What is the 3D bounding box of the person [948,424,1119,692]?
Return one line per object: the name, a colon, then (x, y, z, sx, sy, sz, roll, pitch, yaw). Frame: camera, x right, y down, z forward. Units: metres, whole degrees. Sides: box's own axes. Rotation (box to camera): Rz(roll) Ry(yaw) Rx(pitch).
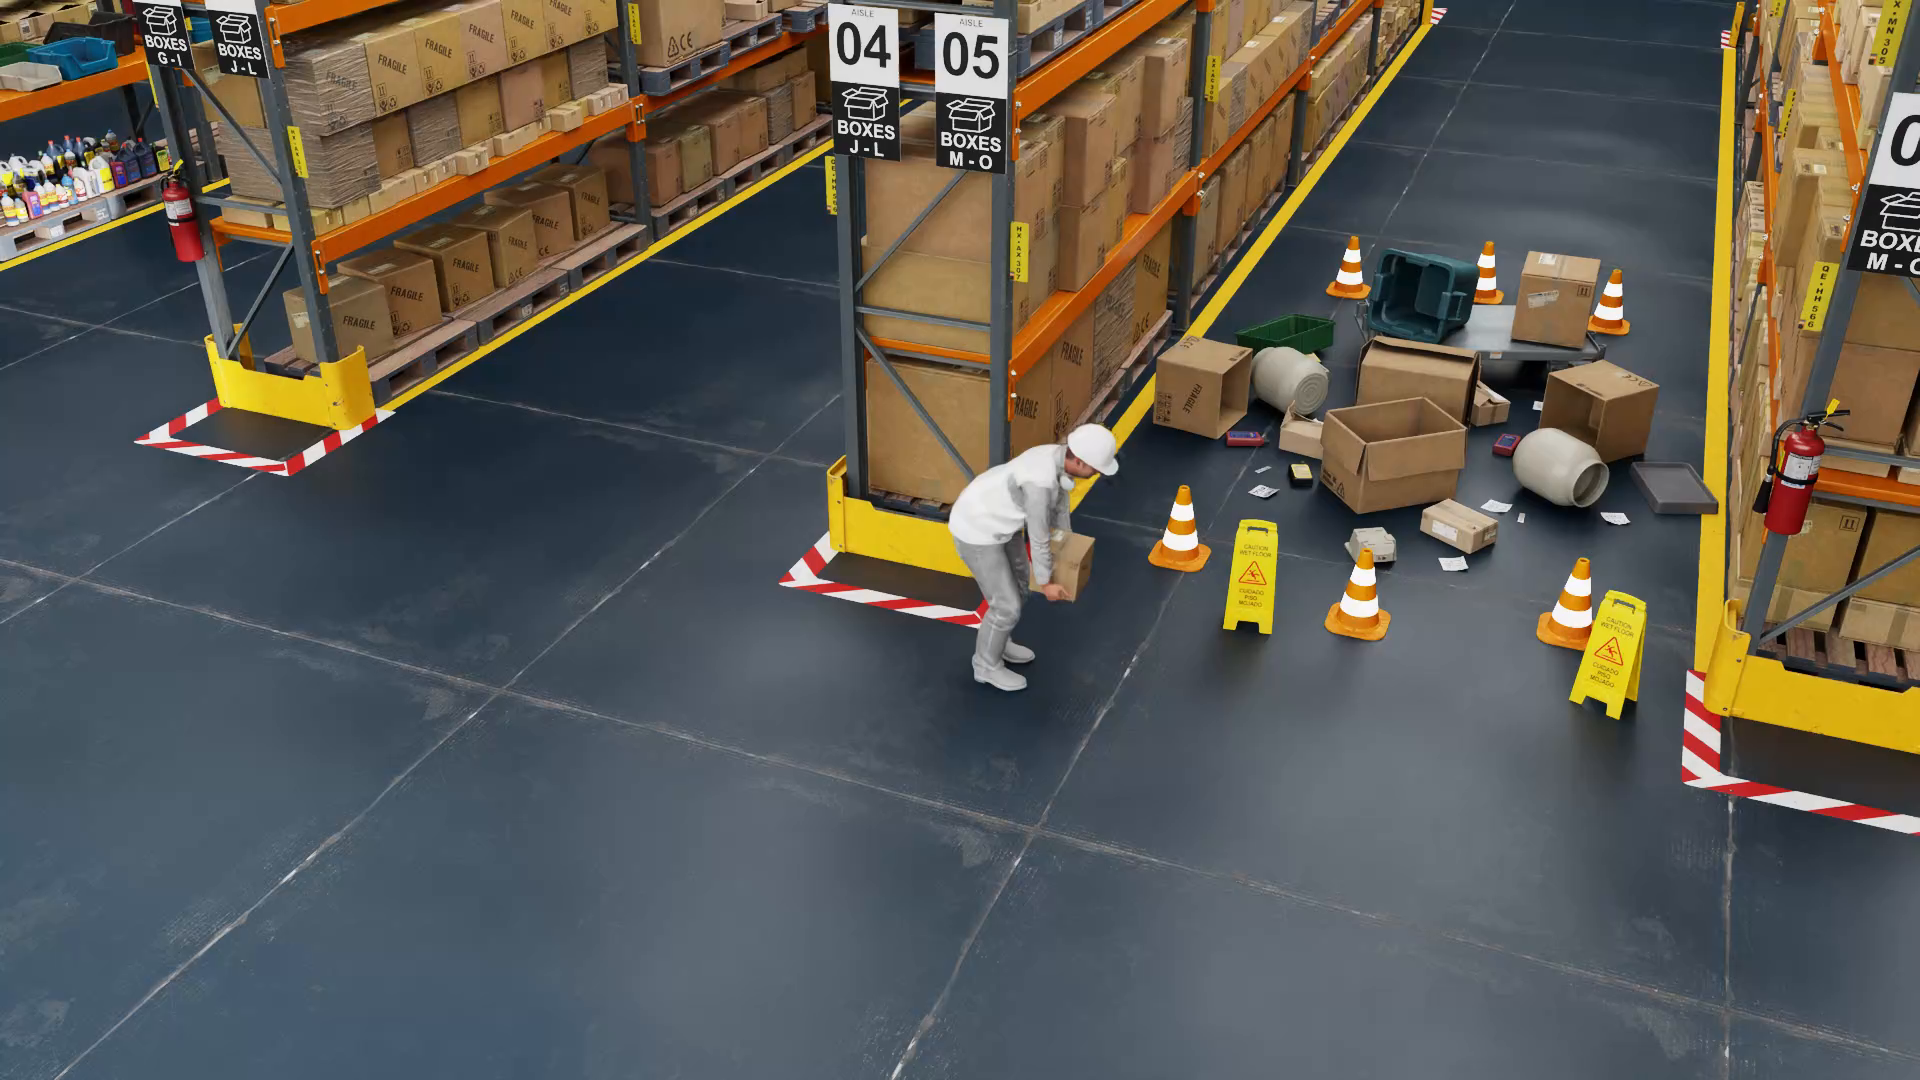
person: (0.371, 0.056, 8.529, 0.842, 1.525, 0.472, 11, 31, 18)
